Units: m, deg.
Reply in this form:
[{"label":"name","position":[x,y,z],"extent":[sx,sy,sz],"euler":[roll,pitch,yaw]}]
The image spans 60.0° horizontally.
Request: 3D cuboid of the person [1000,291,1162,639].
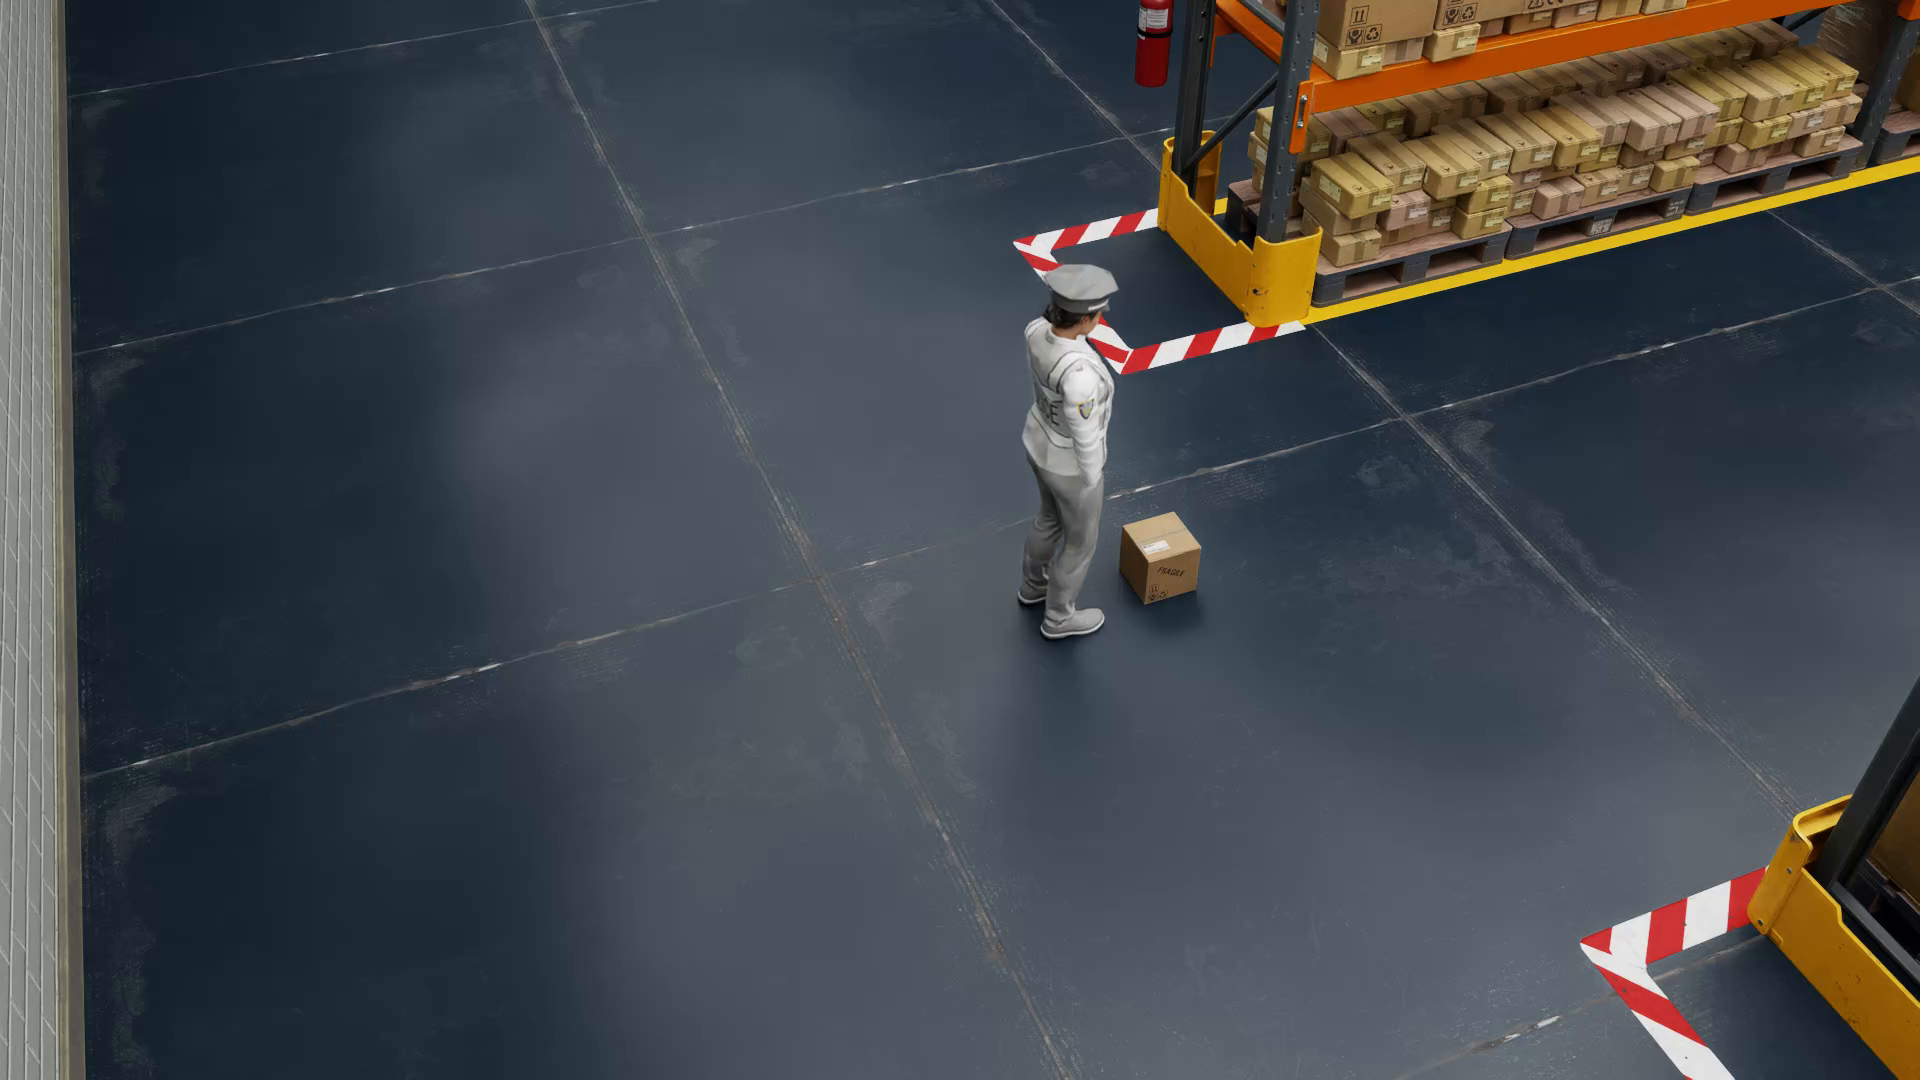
[{"label":"person","position":[0.459,-0.289,6.611],"extent":[0.607,1.501,0.529],"euler":[-15,44,-16]}]
